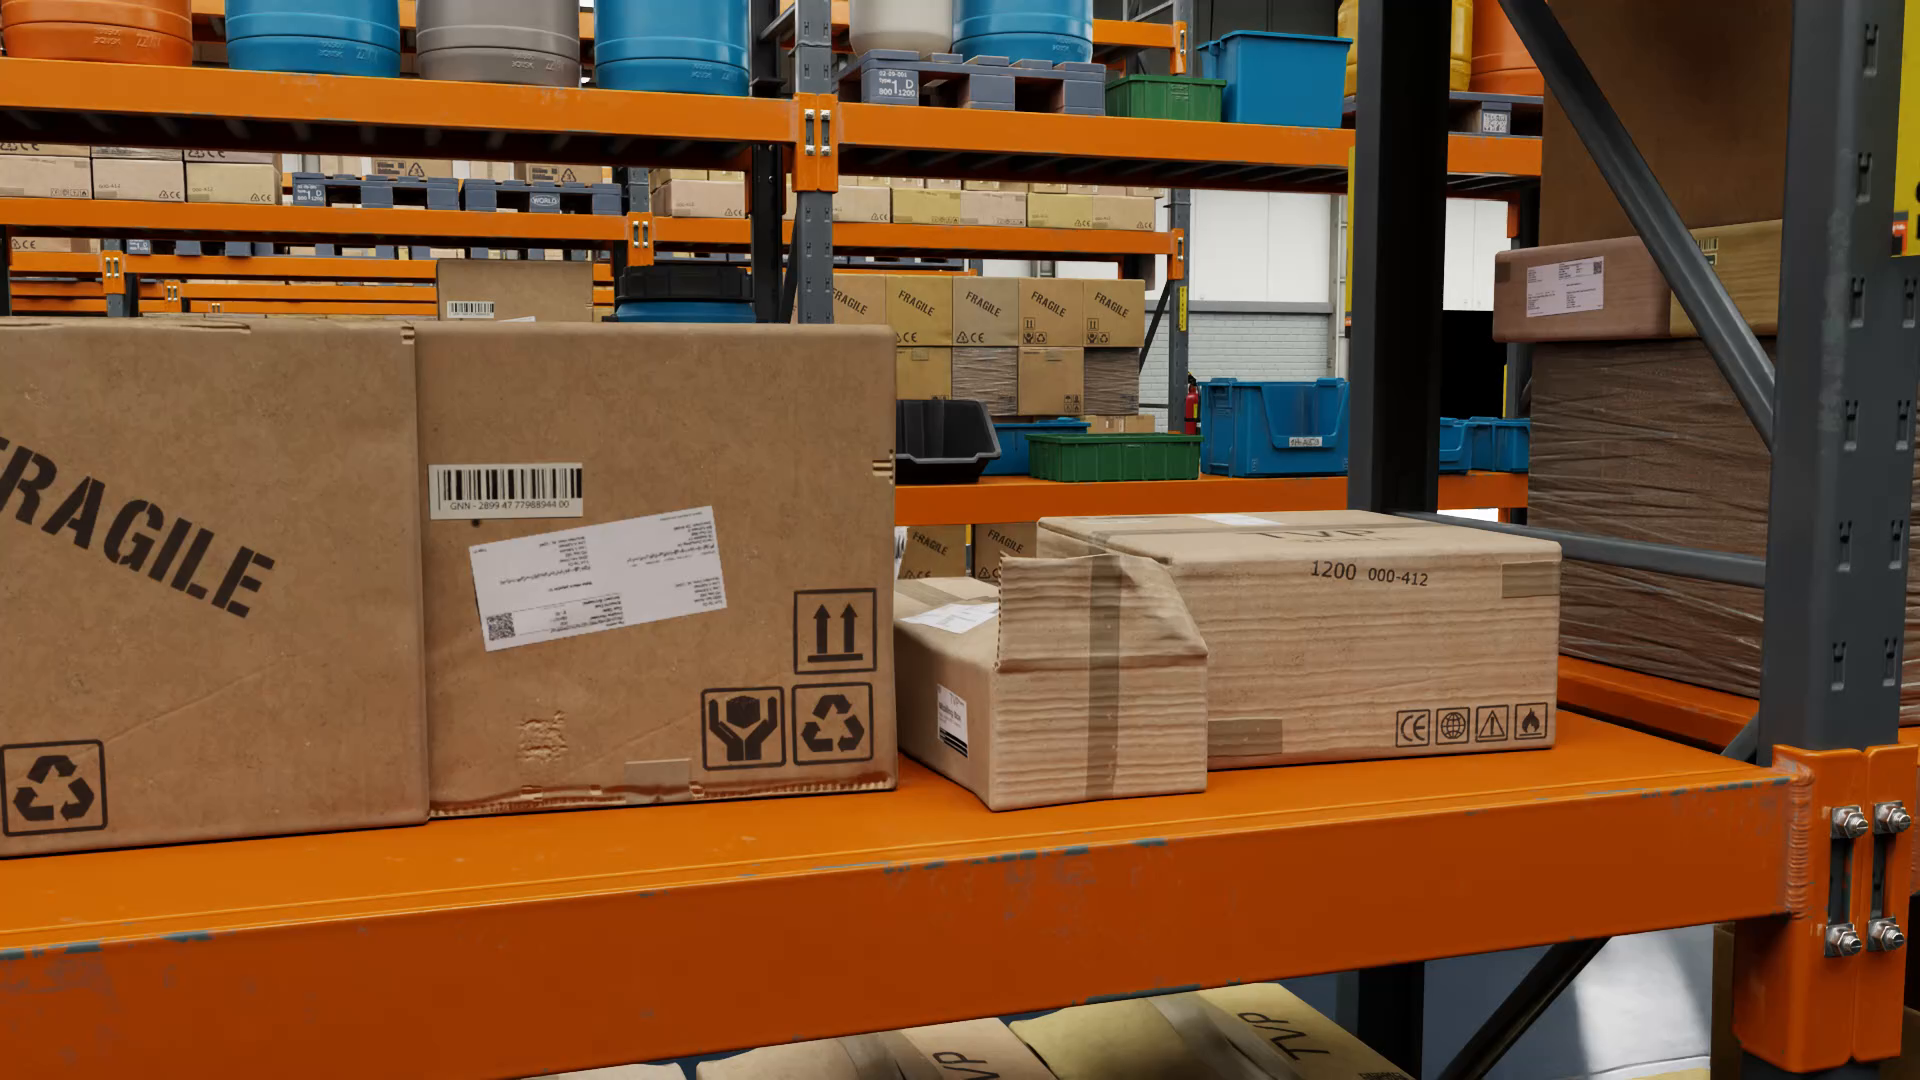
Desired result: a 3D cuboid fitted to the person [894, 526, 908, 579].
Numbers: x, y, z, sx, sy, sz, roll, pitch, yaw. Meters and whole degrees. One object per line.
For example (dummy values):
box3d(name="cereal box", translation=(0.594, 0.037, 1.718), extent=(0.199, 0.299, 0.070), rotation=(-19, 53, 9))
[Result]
box3d(name="person", translation=(-0.457, -0.055, 9.178), extent=(0.373, 1.822, 0.609), rotation=(-3, 6, -29))
